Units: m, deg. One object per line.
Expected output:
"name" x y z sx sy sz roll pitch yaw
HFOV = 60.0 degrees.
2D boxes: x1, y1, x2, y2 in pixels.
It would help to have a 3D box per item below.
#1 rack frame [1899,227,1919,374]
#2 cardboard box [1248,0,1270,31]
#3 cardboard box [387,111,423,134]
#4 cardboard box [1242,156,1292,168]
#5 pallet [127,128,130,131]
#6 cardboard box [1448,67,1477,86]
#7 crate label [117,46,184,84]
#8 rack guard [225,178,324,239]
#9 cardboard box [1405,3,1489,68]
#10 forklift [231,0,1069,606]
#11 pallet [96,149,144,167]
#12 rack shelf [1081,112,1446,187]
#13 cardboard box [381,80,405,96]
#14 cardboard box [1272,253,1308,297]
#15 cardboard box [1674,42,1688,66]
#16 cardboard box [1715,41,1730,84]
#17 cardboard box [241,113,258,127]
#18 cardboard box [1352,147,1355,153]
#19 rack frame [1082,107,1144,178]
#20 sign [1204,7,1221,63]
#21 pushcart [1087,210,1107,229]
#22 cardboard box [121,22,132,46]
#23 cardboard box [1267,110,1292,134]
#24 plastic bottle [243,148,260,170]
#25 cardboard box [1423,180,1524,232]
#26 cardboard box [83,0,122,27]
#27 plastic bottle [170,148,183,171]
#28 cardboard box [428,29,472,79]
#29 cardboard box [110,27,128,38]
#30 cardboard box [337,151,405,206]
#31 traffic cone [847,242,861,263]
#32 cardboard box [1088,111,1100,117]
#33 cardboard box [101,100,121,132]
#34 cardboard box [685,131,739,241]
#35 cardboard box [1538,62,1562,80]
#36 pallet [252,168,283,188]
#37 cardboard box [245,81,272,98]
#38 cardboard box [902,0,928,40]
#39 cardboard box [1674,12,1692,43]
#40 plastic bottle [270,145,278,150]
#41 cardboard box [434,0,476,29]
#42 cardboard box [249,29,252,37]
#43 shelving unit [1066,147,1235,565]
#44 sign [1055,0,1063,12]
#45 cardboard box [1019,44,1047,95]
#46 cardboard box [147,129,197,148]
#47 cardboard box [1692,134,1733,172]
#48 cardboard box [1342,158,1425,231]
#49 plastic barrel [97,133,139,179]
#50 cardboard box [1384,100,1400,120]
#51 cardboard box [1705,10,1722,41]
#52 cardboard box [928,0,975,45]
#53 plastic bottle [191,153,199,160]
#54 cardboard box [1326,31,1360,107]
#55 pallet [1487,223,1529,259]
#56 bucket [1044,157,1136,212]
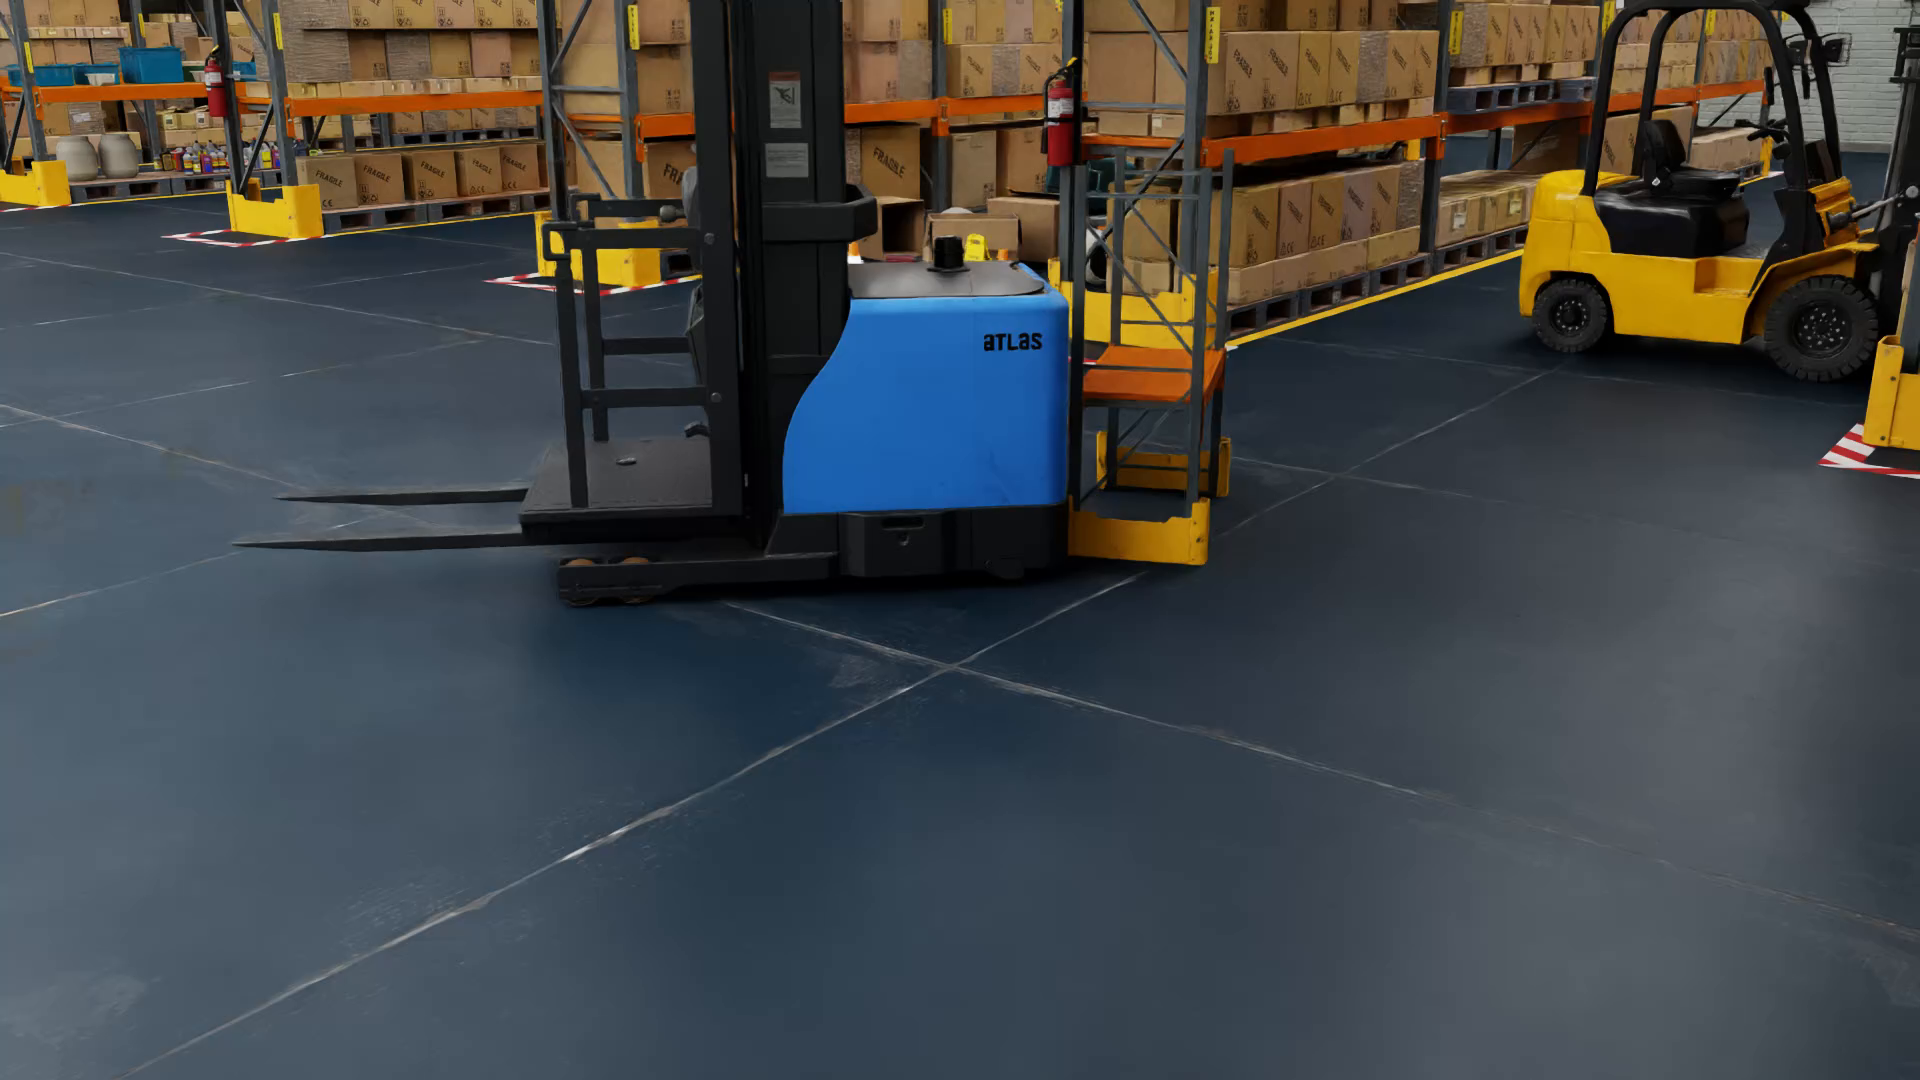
"rack frame" 5.075 -1.858 7.669 1.000 3.000 0.127 12 21 35
"cardboard box" 1.744 -3.821 11.633 0.700 0.500 0.500 12 21 34
"cardboard box" -9.559 -7.216 28.397 0.500 0.500 0.500 14 22 37
"cardboard box" 2.316 -2.943 12.732 0.380 0.149 0.250 14 22 38
"pallet" -15.234 -7.210 29.604 1.003 0.211 1.213 12 21 35
"cardboard box" 4.053 -3.843 13.777 0.380 0.149 0.250 13 21 35
"crate label" -9.971 -5.864 20.508 0.502 0.435 0.616 12 21 35
"rack guard" -6.827 -3.310 16.559 1.175 0.500 0.348 12 21 35
"cardboard box" 3.979 -4.138 13.634 0.500 0.500 0.500 13 22 36
"forklift" -1.150 -1.329 6.080 3.031 2.935 1.130 -2 17 -7
"pallet" -12.950 -5.676 24.665 1.003 0.211 1.213 12 21 35
"rack shelf" 2.278 -2.867 12.131 1.077 0.370 4.000 12 21 35
"cardboard box" -5.899 -4.626 17.005 0.380 0.149 0.250 12 21 35
"cardboard box" 2.099 -1.885 11.684 0.500 0.250 0.500 13 22 37
"cardboard box" 7.877 -5.491 18.778 0.500 0.250 0.500 13 22 36
"cardboard box" 9.029 -5.825 20.274 0.500 0.500 0.500 13 21 35
"cardboard box" -11.386 -6.641 26.053 0.500 0.311 0.500 12 21 33
"cardboard box" 5.511 -5.704 24.154 0.380 0.149 0.250 13 22 36
"rack frame" 1.817 -5.490 19.365 1.000 3.000 0.127 12 21 35
"sign" 1.522 -3.052 10.053 0.100 0.325 0.005 12 21 35
"pushcart" 1.609 -2.826 15.206 1.648 0.377 0.936 5 18 16
"cardboard box" -15.036 -8.860 29.307 0.700 0.500 0.500 12 21 35
"cardboard box" 2.005 -2.822 11.198 0.380 0.149 0.250 13 21 36
"plastic bottle" -9.026 -4.858 21.179 0.152 0.276 0.135 13 21 36
"cardboard box" 4.619 -3.096 15.377 0.950 0.372 0.625 13 22 36
"cardboard box" -12.702 -7.750 24.286 0.700 0.500 0.500 13 21 35
"plastic bottle" -9.936 -4.840 21.122 0.152 0.276 0.135 13 21 35
"cardboard box" -5.681 -5.170 17.664 0.875 0.500 0.500 12 21 35
"cardboard box" -12.433 -7.444 24.396 0.380 0.149 0.250 12 21 35
"cardboard box" -6.158 -3.786 17.385 0.500 0.500 0.500 -13 22 -36
"traffic cone" -0.787 -1.968 12.301 0.336 0.463 0.334 12 21 35
"cardboard box" 1.802 -7.099 27.420 0.875 0.875 0.875 12 21 35
"cardboard box" -12.970 -6.380 24.894 0.500 0.500 0.500 12 21 35
"cardboard box" -2.076 -3.154 14.716 0.875 0.875 0.875 12 21 34
"cardboard box" 5.322 -4.329 15.343 0.380 0.149 0.250 13 21 36
"pallet" -8.900 -4.829 21.938 1.003 0.211 1.213 12 21 35
"cardboard box" -6.868 -4.470 16.503 0.380 0.149 0.250 12 21 35
"cardboard box" -0.813 -5.043 15.852 0.875 0.550 0.550 12 21 35
"cardboard box" 7.869 -5.842 18.644 0.500 0.500 0.500 13 21 36
"plastic bottle" -8.867 -4.993 21.614 0.152 0.276 0.135 12 21 35
"cardboard box" -5.432 -5.593 17.340 0.500 0.500 0.500 12 21 35
"cardboard box" -13.225 -9.410 31.283 0.500 0.500 0.500 13 22 36
"shelving unit" 0.789 -0.794 6.770 0.587 1.500 1.083 4 18 13
"sign" 0.653 -3.541 10.603 0.100 0.325 0.005 12 21 35
"cardboard box" 0.564 -4.902 17.303 0.500 0.500 0.500 12 21 34
"cardboard box" -12.003 -6.129 25.351 0.500 0.250 0.500 12 21 33
"cardboard box" 9.230 -4.913 21.119 0.875 0.438 0.875 12 21 33
"cardboard box" 3.333 -2.744 13.186 0.500 0.500 0.500 12 21 34
"plastic barrel" -10.221 -4.663 20.187 0.421 0.512 0.421 0 17 0
"cardboard box" 3.162 -3.328 12.825 0.380 0.149 0.250 13 21 35
"cardboard box" 8.715 -6.188 19.758 0.500 0.500 0.500 13 21 35
"cardboard box" -0.275 -5.182 16.519 0.700 0.500 0.500 12 21 34
"plastic bottle" -9.742 -4.820 21.183 0.097 0.201 0.097 0 17 0
"cardboard box" 2.496 -3.356 11.822 0.500 0.500 0.500 12 21 34
"pallet" 4.659 -2.833 15.510 1.003 0.211 1.213 12 21 35
"bucket" 1.205 -3.260 15.141 0.620 0.611 0.726 0 14 -35
